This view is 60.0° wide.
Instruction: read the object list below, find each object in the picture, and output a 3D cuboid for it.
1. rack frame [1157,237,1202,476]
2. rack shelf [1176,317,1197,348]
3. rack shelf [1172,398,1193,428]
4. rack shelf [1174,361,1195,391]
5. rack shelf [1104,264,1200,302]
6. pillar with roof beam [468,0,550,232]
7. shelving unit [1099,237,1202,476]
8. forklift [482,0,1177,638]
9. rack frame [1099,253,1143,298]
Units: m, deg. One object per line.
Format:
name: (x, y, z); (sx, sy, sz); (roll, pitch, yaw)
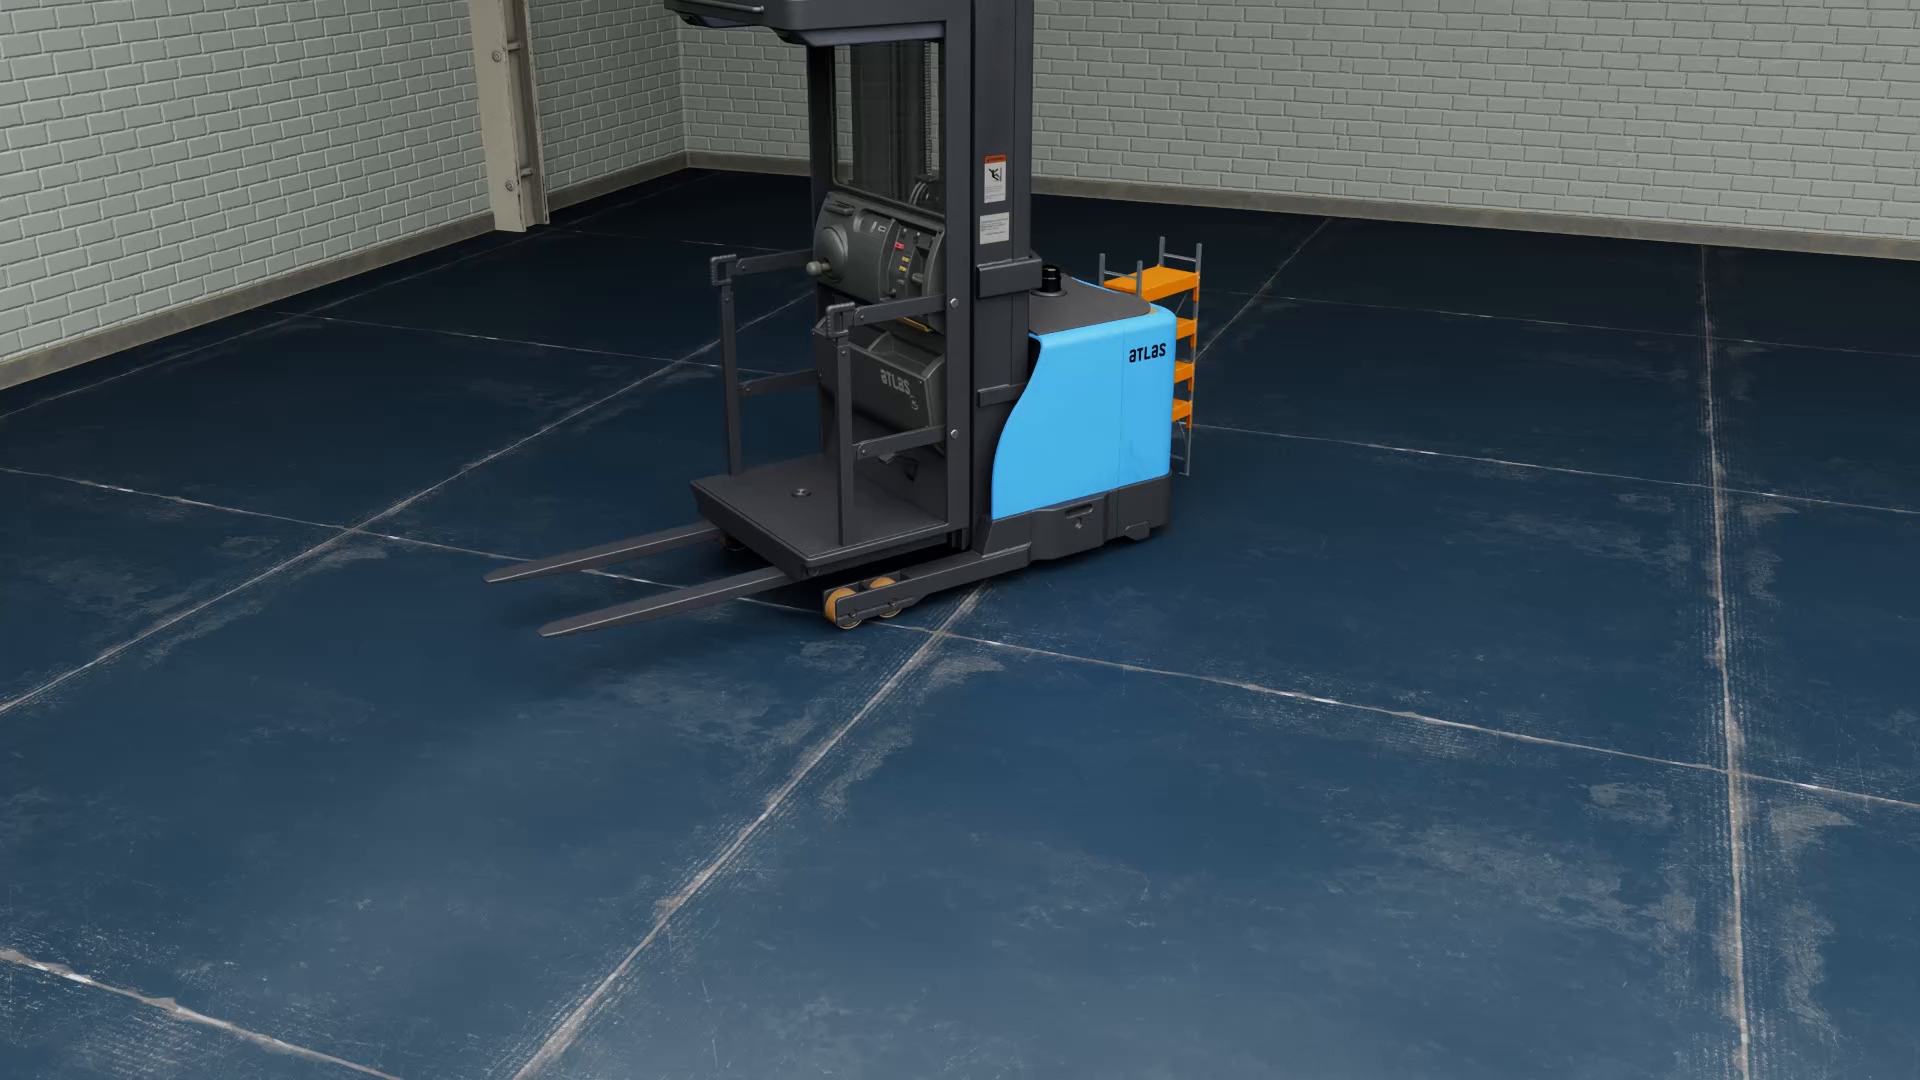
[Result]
rack frame: (1.082, -0.914, 8.383); (0.240, 1.200, 0.015); (19, 29, 38)
rack shelf: (0.919, -0.989, 8.154); (0.258, 0.148, 0.480); (19, 29, 38)
rack shelf: (0.919, -0.599, 8.317); (0.258, 0.148, 0.480); (19, 29, 38)
rack shelf: (0.919, -0.782, 8.241); (0.258, 0.148, 0.480); (19, 29, 38)
rack shelf: (0.919, -1.207, 8.063); (0.258, 0.148, 0.480); (19, 29, 38)
pillar with roof beam: (0.267, -6.205, 10.931); (9.100, 9.000, 0.400); (9, 24, 20)
shelving unit: (0.919, -0.844, 8.215); (0.258, 1.200, 0.503); (19, 29, 38)
forklift: (-0.519, -1.216, 6.859); (3.031, 2.935, 1.130); (-15, 27, -31)
rack frame: (0.757, -0.774, 8.047); (0.240, 1.200, 0.015); (19, 29, 38)
